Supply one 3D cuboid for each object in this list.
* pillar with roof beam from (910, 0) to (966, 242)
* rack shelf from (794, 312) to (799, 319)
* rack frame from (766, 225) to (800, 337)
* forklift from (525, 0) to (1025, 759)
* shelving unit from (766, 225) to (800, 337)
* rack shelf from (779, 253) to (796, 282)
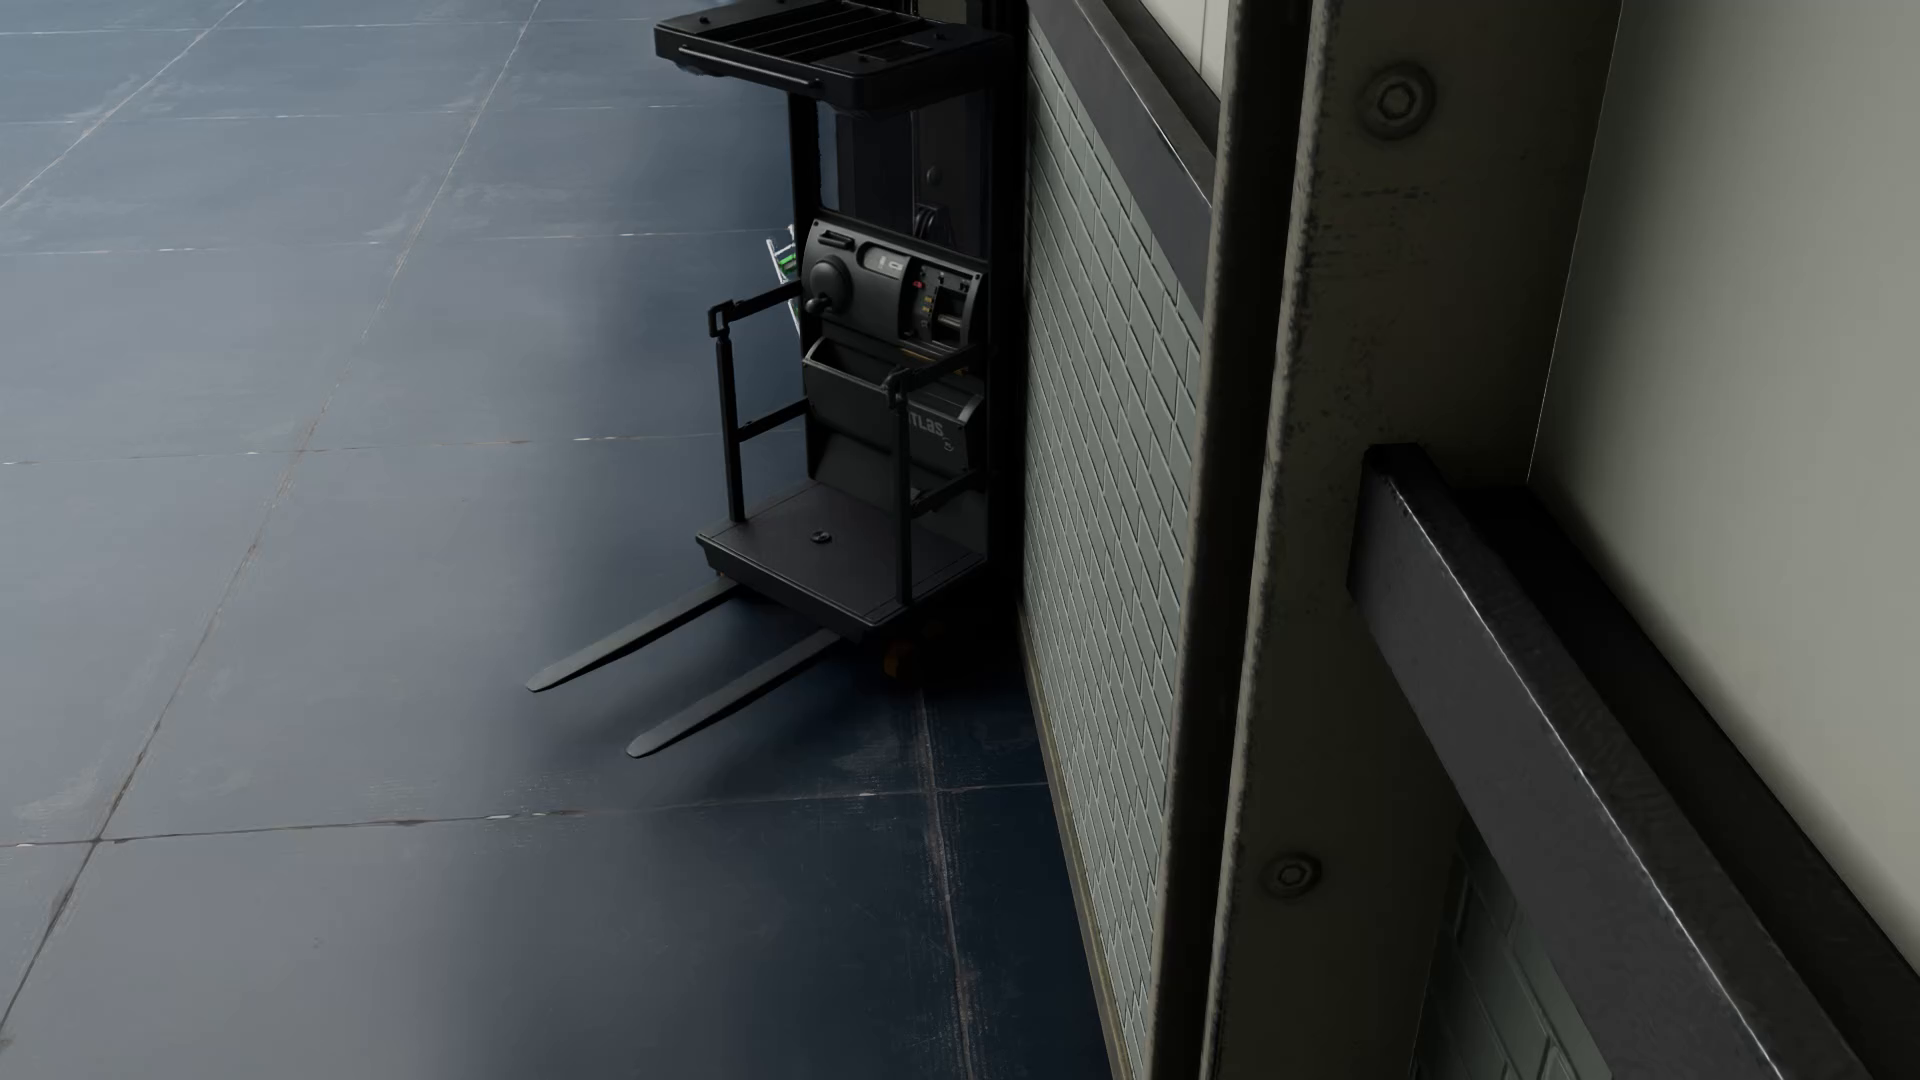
[{"bbox_3d":[-4.351,-4.272,6.127,9.100,9.000,0.400,-3,31,-5],"label":"pillar with roof beam"},{"bbox_3d":[-0.558,-1.162,8.246,0.480,0.148,0.258,-21,3,-37],"label":"rack shelf"},{"bbox_3d":[-0.683,-0.926,8.107,0.015,1.200,0.240,-21,3,-37],"label":"rack frame"},{"bbox_3d":[-0.419,-0.975,6.525,1.130,2.935,3.031,24,39,35],"label":"forklift"},{"bbox_3d":[-0.501,-0.996,8.255,0.503,1.200,0.258,-21,3,-37],"label":"shelving unit"},{"bbox_3d":[-0.635,-1.389,8.235,0.480,0.148,0.258,-21,3,-37],"label":"rack shelf"}]
